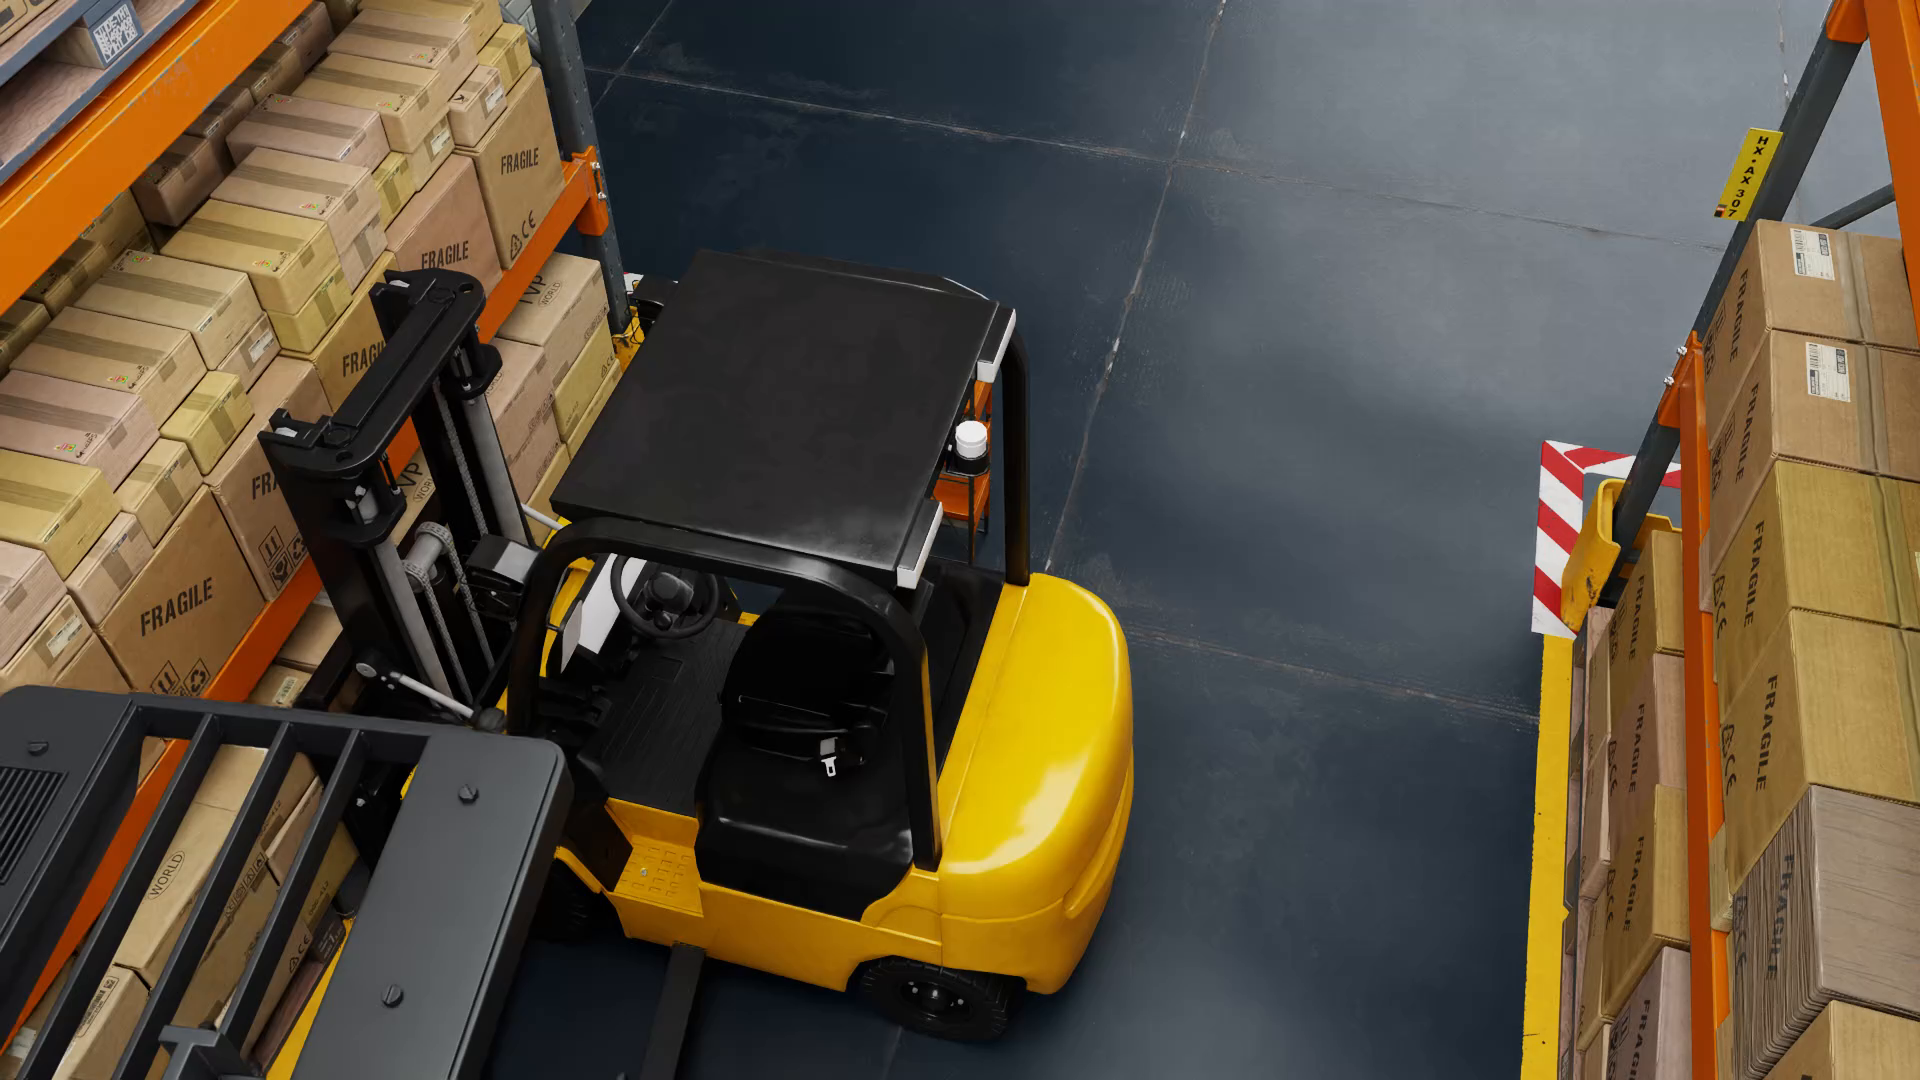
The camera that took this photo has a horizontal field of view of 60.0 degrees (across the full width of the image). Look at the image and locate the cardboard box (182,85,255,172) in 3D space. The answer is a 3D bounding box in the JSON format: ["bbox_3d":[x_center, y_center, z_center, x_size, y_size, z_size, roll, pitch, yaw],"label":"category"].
[{"bbox_3d":[-2.393,-1.287,5.107,0.380,0.149,0.250,12,50,10],"label":"cardboard box"}]

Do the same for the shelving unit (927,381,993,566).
[{"bbox_3d":[-0.014,-0.309,6.241,0.215,1.050,0.252,12,50,10],"label":"shelving unit"}]

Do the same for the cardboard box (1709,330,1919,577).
[{"bbox_3d":[2.403,-0.186,4.567,0.500,0.500,0.500,13,50,11],"label":"cardboard box"}]

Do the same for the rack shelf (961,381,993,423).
[{"bbox_3d":[-0.014,-0.489,6.036,0.215,0.259,0.240,12,50,10],"label":"rack shelf"}]

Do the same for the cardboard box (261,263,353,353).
[{"bbox_3d":[-1.996,-0.703,4.790,0.380,0.149,0.250,12,50,10],"label":"cardboard box"}]

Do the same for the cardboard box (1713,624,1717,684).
[{"bbox_3d":[2.291,0.300,4.571,0.380,0.149,0.250,13,50,11],"label":"cardboard box"}]

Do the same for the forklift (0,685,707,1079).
[{"bbox_3d":[-1.303,1.336,3.535,1.130,2.935,3.031,5,49,5],"label":"forklift"}]

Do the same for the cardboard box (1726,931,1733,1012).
[{"bbox_3d":[2.026,1.052,3.908,0.380,0.149,0.250,11,49,9],"label":"cardboard box"}]

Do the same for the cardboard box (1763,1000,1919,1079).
[{"bbox_3d":[1.881,1.300,3.256,0.500,0.500,0.500,13,50,11],"label":"cardboard box"}]

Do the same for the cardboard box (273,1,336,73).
[{"bbox_3d":[-2.286,-1.660,5.435,0.380,0.149,0.250,13,50,11],"label":"cardboard box"}]

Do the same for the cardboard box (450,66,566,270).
[{"bbox_3d":[-1.738,-1.320,5.766,0.500,0.500,0.500,11,49,9],"label":"cardboard box"}]

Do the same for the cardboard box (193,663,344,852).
[{"bbox_3d":[-2.220,0.621,5.007,0.500,0.250,0.500,13,50,11],"label":"cardboard box"}]

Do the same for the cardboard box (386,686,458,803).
[{"bbox_3d":[-2.076,0.577,5.713,0.500,0.250,0.500,13,50,11],"label":"cardboard box"}]

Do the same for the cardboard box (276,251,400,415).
[{"bbox_3d":[-2.018,-0.575,5.109,0.500,0.500,0.500,11,49,9],"label":"cardboard box"}]

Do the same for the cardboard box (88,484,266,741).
[{"bbox_3d":[-2.292,0.150,4.469,0.500,0.500,0.500,11,50,10],"label":"cardboard box"}]

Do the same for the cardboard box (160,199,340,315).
[{"bbox_3d":[-1.992,-0.797,4.674,0.380,0.149,0.250,12,50,11],"label":"cardboard box"}]

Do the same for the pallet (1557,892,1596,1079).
[{"bbox_3d":[2.337,1.721,5.010,1.003,0.211,1.213,12,50,10],"label":"pallet"}]

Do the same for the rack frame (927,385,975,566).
[{"bbox_3d":[-0.046,-0.220,6.163,0.200,1.050,0.008,12,50,10],"label":"rack frame"}]

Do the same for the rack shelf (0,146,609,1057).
[{"bbox_3d":[-2.388,-0.010,5.156,1.077,0.370,4.000,12,50,10],"label":"rack shelf"}]

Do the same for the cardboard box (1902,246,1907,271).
[{"bbox_3d":[3.004,-0.767,4.413,0.700,0.500,0.500,10,49,9],"label":"cardboard box"}]

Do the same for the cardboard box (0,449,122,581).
[{"bbox_3d":[-2.295,-0.071,4.033,0.380,0.149,0.250,11,49,9],"label":"cardboard box"}]

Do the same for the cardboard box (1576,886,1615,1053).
[{"bbox_3d":[2.176,1.347,5.033,0.500,0.250,0.500,15,50,13],"label":"cardboard box"}]

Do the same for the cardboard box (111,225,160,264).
[{"bbox_3d":[-2.608,-0.832,4.903,0.380,0.149,0.250,13,50,11],"label":"cardboard box"}]

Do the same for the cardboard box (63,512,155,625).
[{"bbox_3d":[-2.261,0.038,4.135,0.380,0.149,0.250,11,50,10],"label":"cardboard box"}]

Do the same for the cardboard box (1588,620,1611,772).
[{"bbox_3d":[2.449,0.582,5.708,0.500,0.250,0.500,11,50,10],"label":"cardboard box"}]

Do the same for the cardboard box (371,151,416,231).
[{"bbox_3d":[-1.924,-1.093,5.133,0.380,0.149,0.250,11,50,10],"label":"cardboard box"}]

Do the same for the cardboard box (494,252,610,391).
[{"bbox_3d":[-1.682,-0.860,6.314,0.500,0.250,0.500,13,50,11],"label":"cardboard box"}]

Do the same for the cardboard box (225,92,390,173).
[{"bbox_3d":[-1.967,-1.195,5.025,0.380,0.149,0.250,12,50,10],"label":"cardboard box"}]

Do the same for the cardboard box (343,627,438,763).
[{"bbox_3d":[-2.081,0.424,5.514,0.500,0.250,0.500,11,50,10],"label":"cardboard box"}]

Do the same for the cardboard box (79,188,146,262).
[{"bbox_3d":[-2.602,-0.921,4.784,0.380,0.149,0.250,11,49,9],"label":"cardboard box"}]

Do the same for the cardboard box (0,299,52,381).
[{"bbox_3d":[-2.657,-0.535,4.442,0.380,0.149,0.250,13,50,11],"label":"cardboard box"}]

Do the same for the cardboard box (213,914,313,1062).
[{"bbox_3d":[-2.349,1.315,5.061,0.500,0.250,0.500,11,49,9],"label":"cardboard box"}]

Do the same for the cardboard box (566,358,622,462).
[{"bbox_3d":[-1.680,-0.521,6.682,0.500,0.250,0.500,12,50,10],"label":"cardboard box"}]

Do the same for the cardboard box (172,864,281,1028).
[{"bbox_3d":[-2.358,1.151,4.873,0.500,0.250,0.500,11,50,10],"label":"cardboard box"}]

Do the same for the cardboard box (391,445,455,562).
[{"bbox_3d":[-1.934,-0.122,5.663,0.500,0.250,0.500,12,50,11],"label":"cardboard box"}]

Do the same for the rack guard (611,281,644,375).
[{"bbox_3d":[-1.855,-0.884,7.116,1.175,0.500,0.348,12,50,10],"label":"rack guard"}]

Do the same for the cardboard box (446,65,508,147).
[{"bbox_3d":[-1.721,-1.445,5.444,0.380,0.149,0.250,12,50,11],"label":"cardboard box"}]

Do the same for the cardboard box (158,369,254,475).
[{"bbox_3d":[-2.150,-0.342,4.471,0.380,0.149,0.250,11,49,9],"label":"cardboard box"}]

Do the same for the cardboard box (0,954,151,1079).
[{"bbox_3d":[-2.484,1.351,4.363,0.500,0.250,0.500,11,49,9],"label":"cardboard box"}]

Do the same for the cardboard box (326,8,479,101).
[{"bbox_3d":[-1.787,-1.555,5.343,0.380,0.149,0.250,12,50,10],"label":"cardboard box"}]

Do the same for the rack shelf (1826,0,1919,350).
[{"bbox_3d":[2.402,-0.025,3.170,1.077,0.370,4.000,12,50,10],"label":"rack shelf"}]

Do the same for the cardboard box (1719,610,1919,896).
[{"bbox_3d":[2.144,0.552,3.916,0.500,0.500,0.500,11,49,9],"label":"cardboard box"}]

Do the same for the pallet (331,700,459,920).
[{"bbox_3d":[-2.345,0.670,5.937,1.003,0.211,1.213,12,50,10],"label":"pallet"}]

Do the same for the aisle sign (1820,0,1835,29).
[{"bbox_3d":[2.646,-1.684,4.420,0.394,0.787,0.004,12,50,10],"label":"aisle sign"}]

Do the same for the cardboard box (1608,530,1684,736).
[{"bbox_3d":[2.443,0.352,5.412,0.500,0.500,0.500,10,49,9],"label":"cardboard box"}]

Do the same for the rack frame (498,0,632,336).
[{"bbox_3d":[-1.861,-1.694,6.164,1.000,3.000,0.127,12,50,10],"label":"rack frame"}]

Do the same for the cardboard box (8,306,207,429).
[{"bbox_3d":[-2.233,-0.450,4.368,0.380,0.149,0.250,12,50,10],"label":"cardboard box"}]

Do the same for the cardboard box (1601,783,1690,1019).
[{"bbox_3d":[2.170,1.092,4.758,0.500,0.500,0.500,12,50,11],"label":"cardboard box"}]

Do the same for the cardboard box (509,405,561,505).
[{"bbox_3d":[-1.830,-0.314,6.166,0.500,0.250,0.500,11,50,10],"label":"cardboard box"}]

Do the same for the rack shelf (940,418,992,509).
[{"bbox_3d":[-0.014,-0.302,6.249,0.215,0.259,0.240,12,50,10],"label":"rack shelf"}]

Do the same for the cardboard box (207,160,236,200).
[{"bbox_3d":[-2.407,-1.193,5.222,0.380,0.149,0.250,10,49,9],"label":"cardboard box"}]
